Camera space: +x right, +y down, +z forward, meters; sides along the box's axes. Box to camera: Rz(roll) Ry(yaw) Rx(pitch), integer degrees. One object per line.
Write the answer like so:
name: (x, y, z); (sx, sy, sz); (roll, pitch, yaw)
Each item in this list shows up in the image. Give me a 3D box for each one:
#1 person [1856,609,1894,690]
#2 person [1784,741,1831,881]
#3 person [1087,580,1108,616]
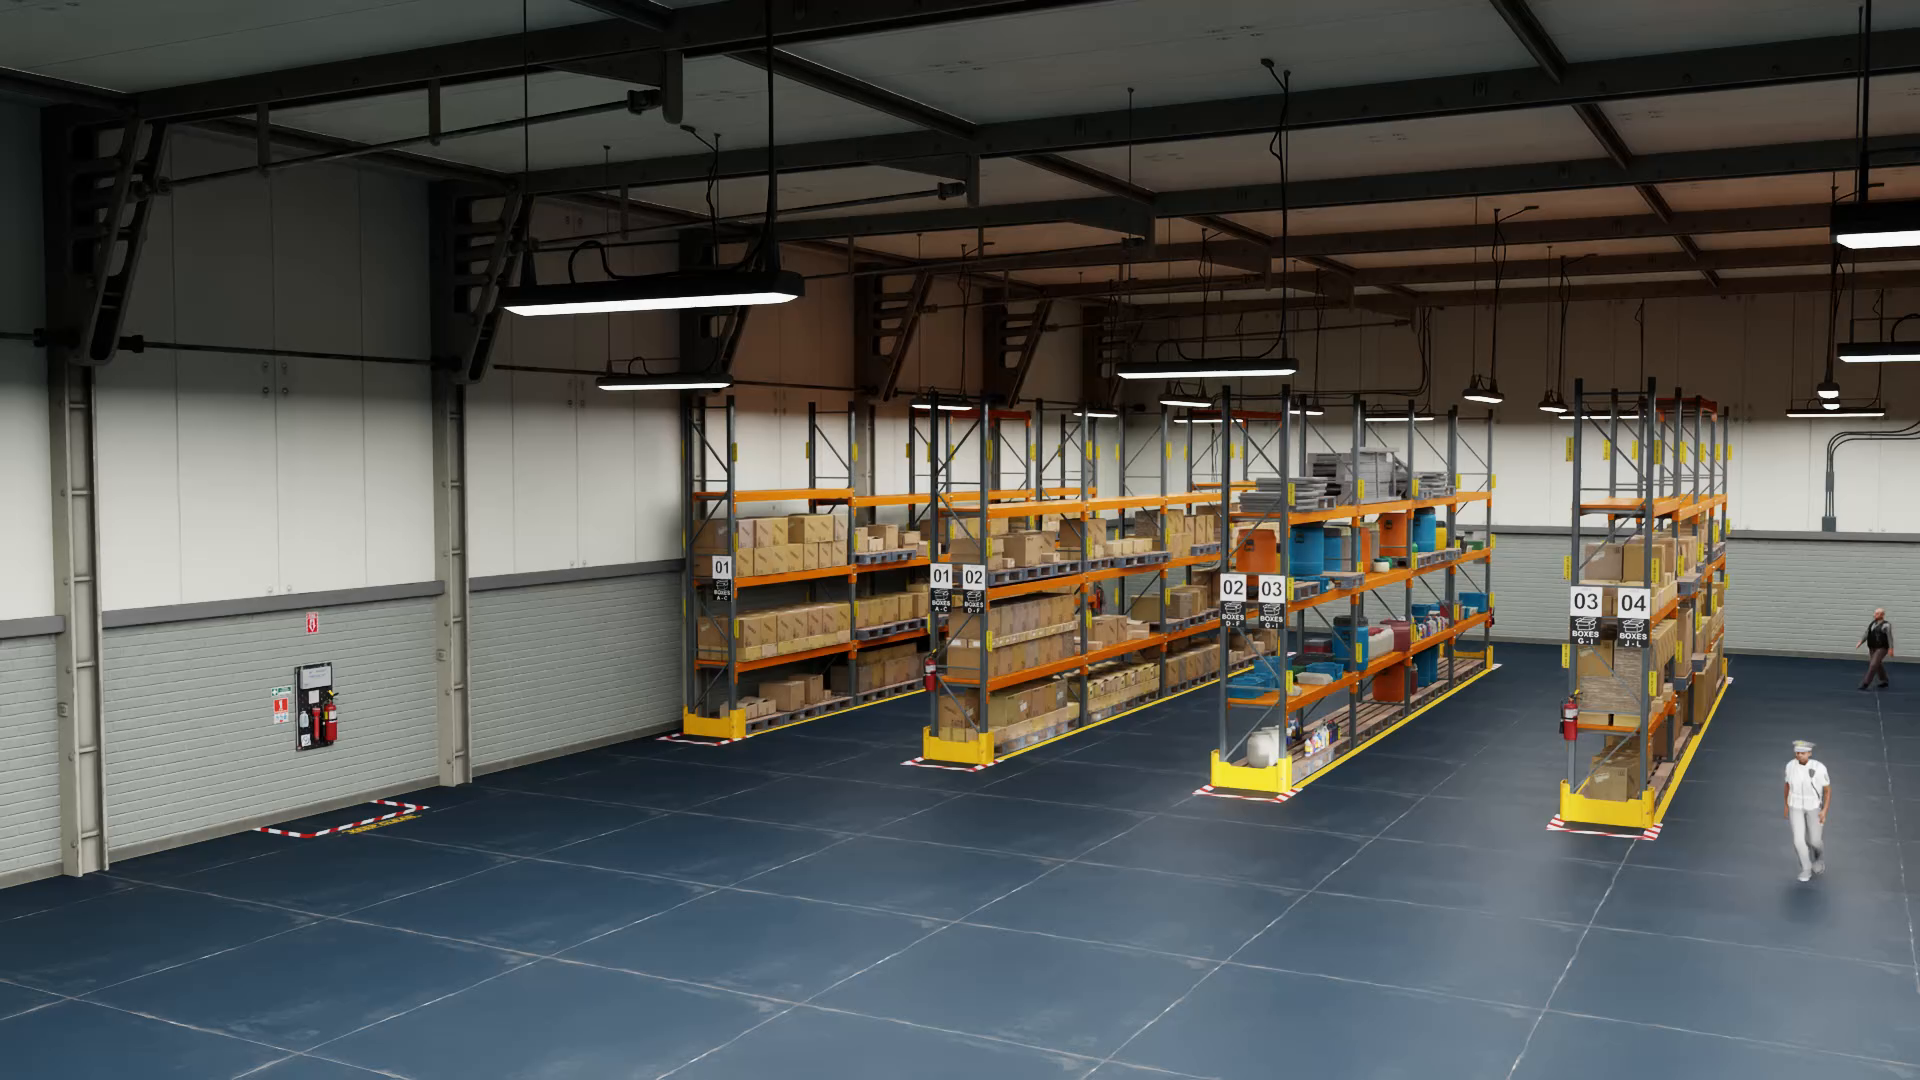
person: (19.283, 2.292, 35.091); (0.889, 1.685, 0.589); (-1, 3, -10)
person: (9.984, 3.153, 19.564); (0.507, 1.654, 0.594); (3, 4, 41)
person: (3.671, 1.782, 44.449); (0.625, 1.814, 0.639); (3, 4, 41)
